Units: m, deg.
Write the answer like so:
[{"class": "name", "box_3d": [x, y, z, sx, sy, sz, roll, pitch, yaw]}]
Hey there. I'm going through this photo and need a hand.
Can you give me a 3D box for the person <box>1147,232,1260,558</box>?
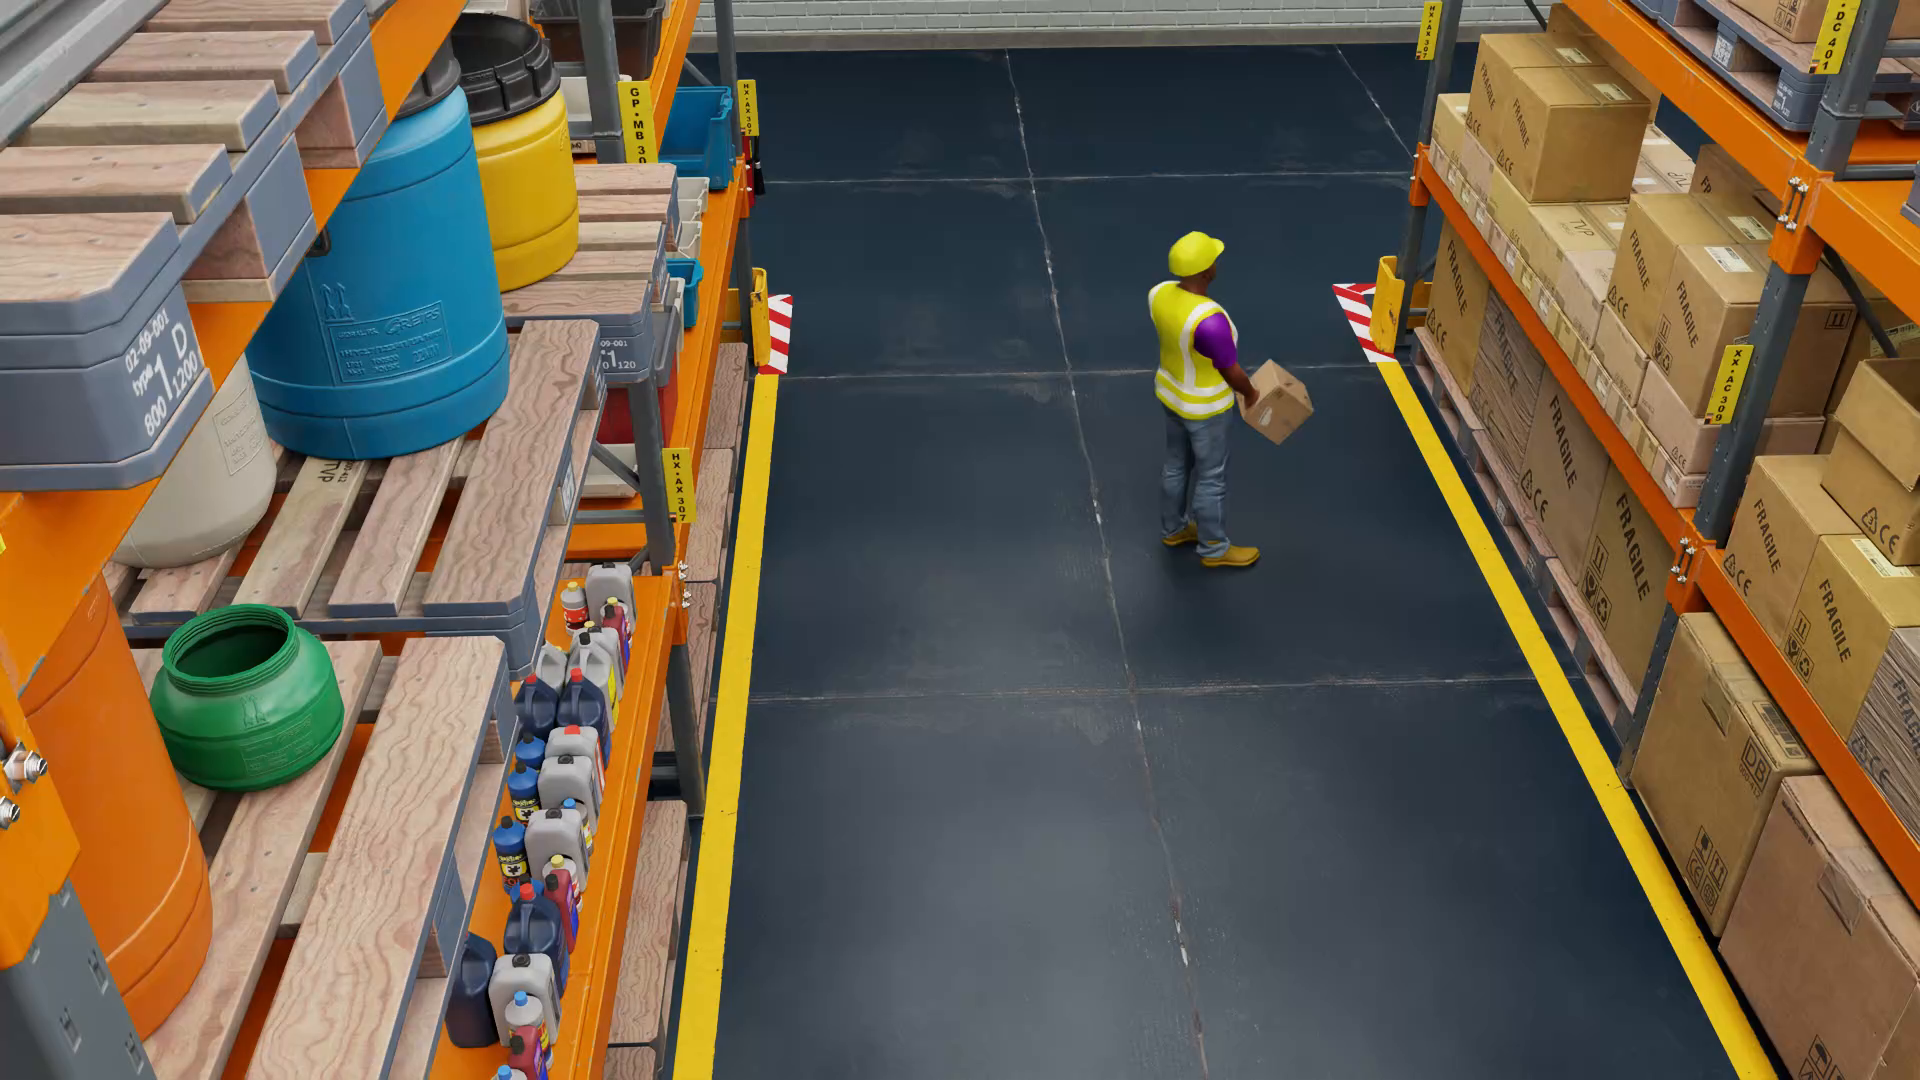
[{"class": "person", "box_3d": [1.192, -0.731, 8.153, 0.513, 1.712, 0.534, -17, 39, -23]}]
